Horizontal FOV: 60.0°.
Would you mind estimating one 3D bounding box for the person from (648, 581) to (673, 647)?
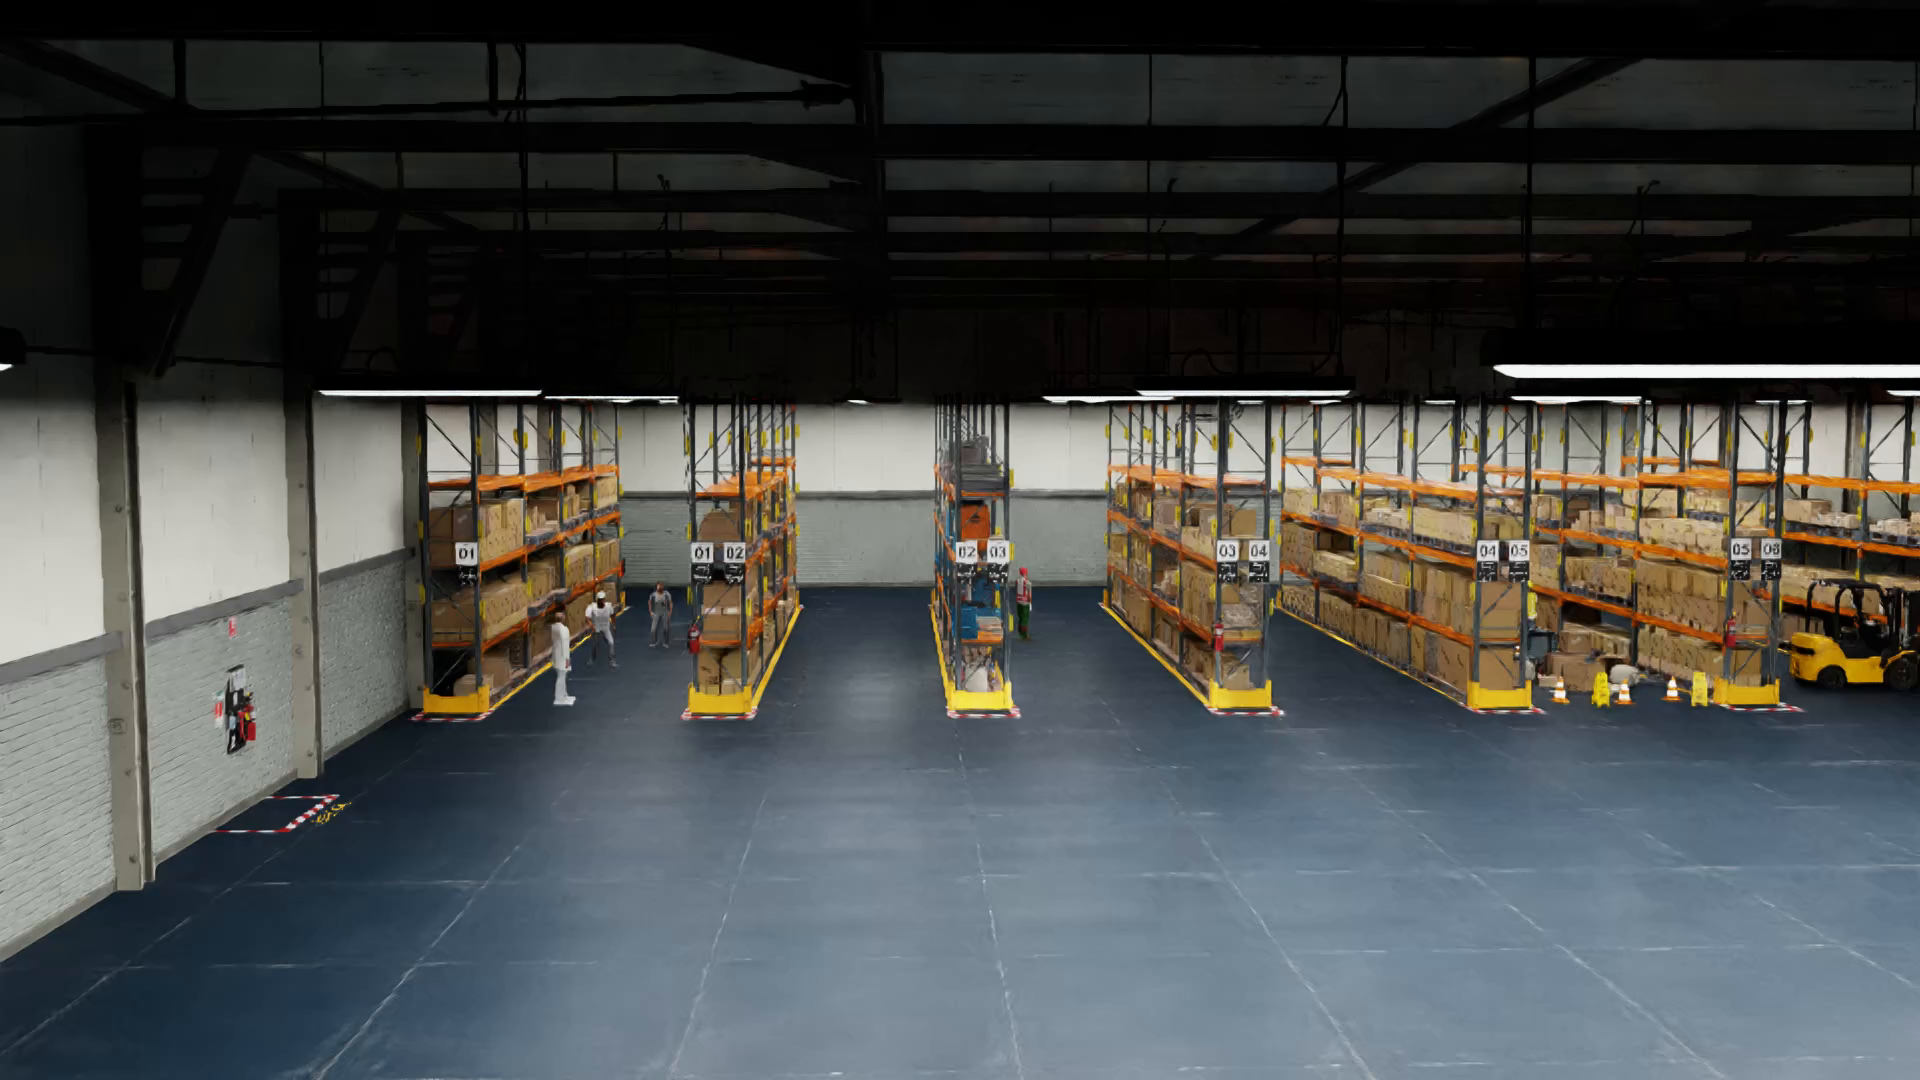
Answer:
[{"bbox_3d":[-7.111,1.758,39.507,0.580,1.619,0.507,0,5,-5],"label":"person"}]

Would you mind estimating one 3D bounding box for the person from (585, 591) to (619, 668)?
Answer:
[{"bbox_3d":[-7.885,1.947,36.486,0.708,1.702,0.843,-2,5,-19],"label":"person"}]

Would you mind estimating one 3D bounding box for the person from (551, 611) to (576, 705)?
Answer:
[{"bbox_3d":[-7.623,2.256,31.984,0.510,1.785,0.638,-3,5,-32],"label":"person"}]

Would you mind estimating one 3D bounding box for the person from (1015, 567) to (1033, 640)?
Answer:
[{"bbox_3d":[1.603,1.545,40.776,0.443,1.787,0.600,-3,5,-33],"label":"person"}]

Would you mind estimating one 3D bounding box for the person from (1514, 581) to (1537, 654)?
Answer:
[{"bbox_3d":[12.879,1.797,37.828,0.580,1.764,0.673,2,5,26],"label":"person"}]
